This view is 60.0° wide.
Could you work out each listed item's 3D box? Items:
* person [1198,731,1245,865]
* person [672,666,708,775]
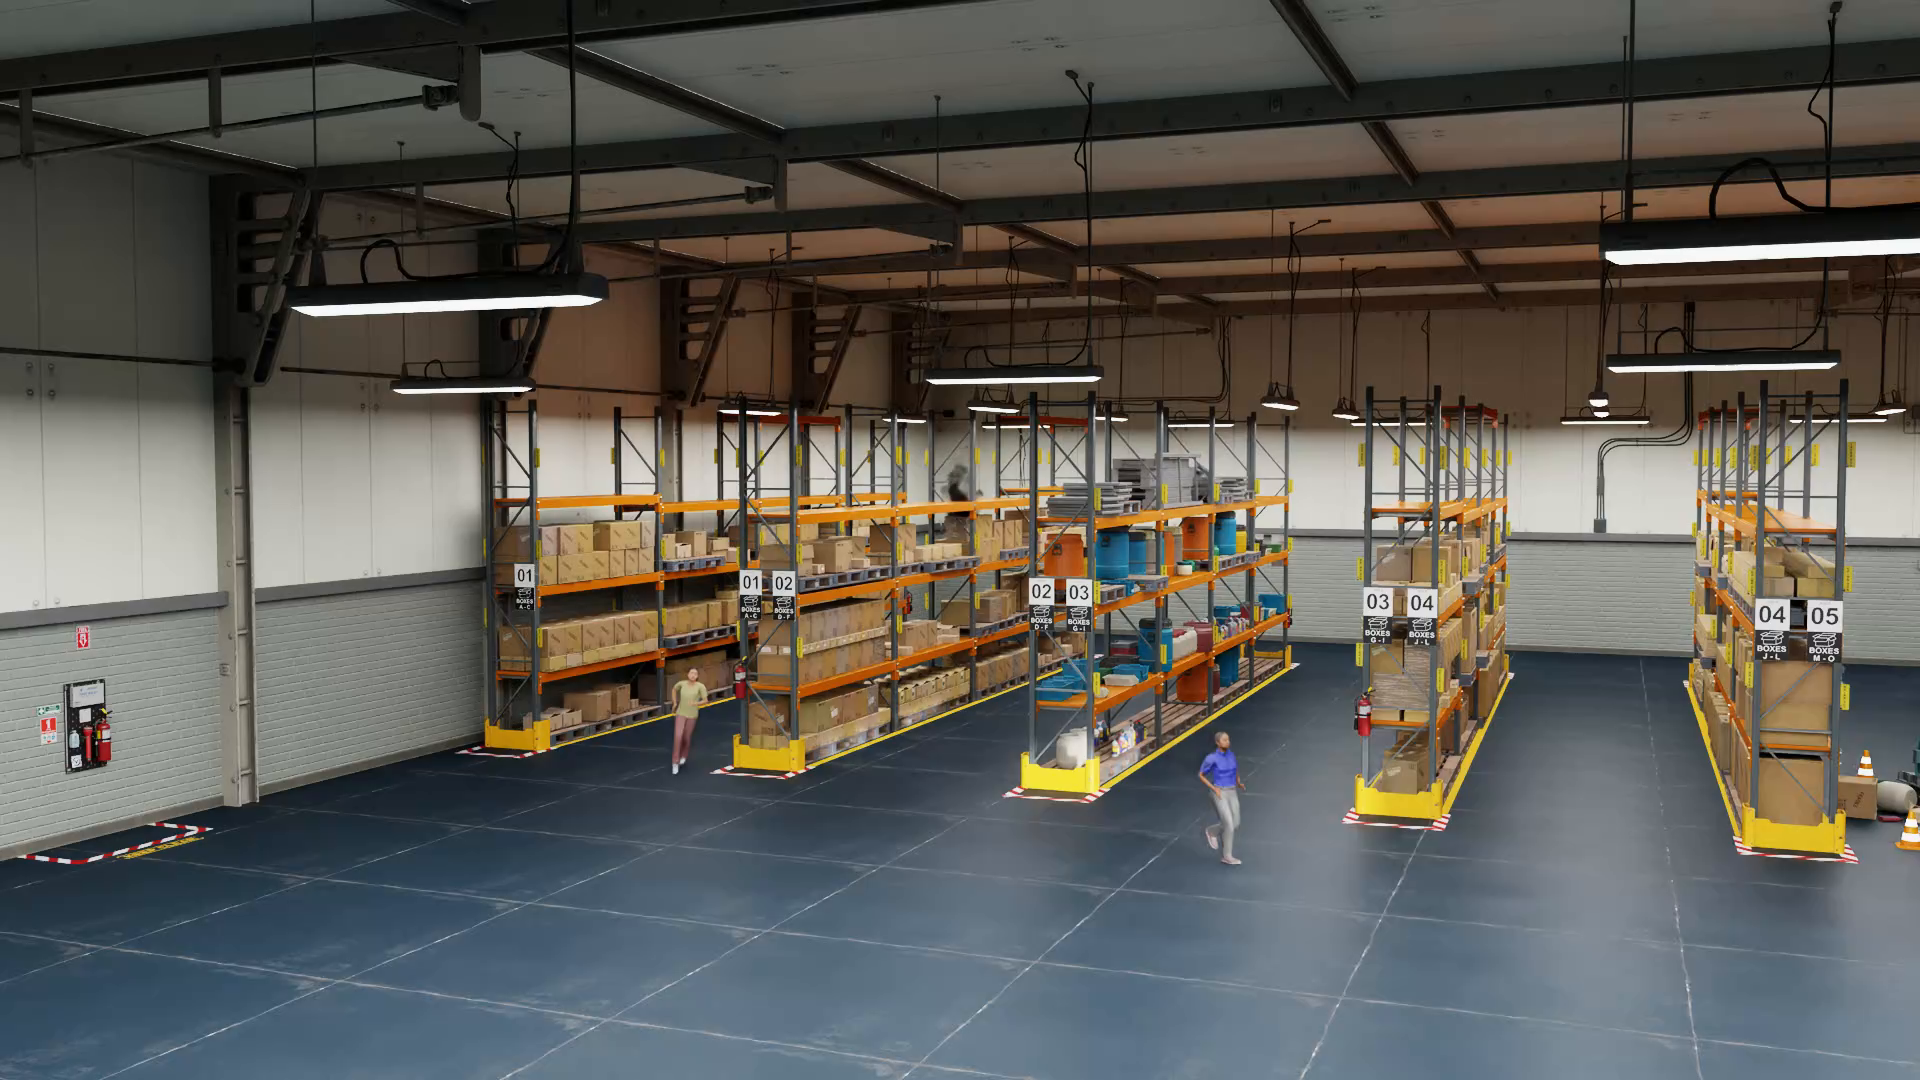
[{"bbox_3d":[3.232,3.176,20.628,0.581,1.608,0.700,-2,3,-34],"label":"person"},{"bbox_3d":[-4.333,2.854,26.689,0.576,1.680,0.811,0,3,-8],"label":"person"}]
